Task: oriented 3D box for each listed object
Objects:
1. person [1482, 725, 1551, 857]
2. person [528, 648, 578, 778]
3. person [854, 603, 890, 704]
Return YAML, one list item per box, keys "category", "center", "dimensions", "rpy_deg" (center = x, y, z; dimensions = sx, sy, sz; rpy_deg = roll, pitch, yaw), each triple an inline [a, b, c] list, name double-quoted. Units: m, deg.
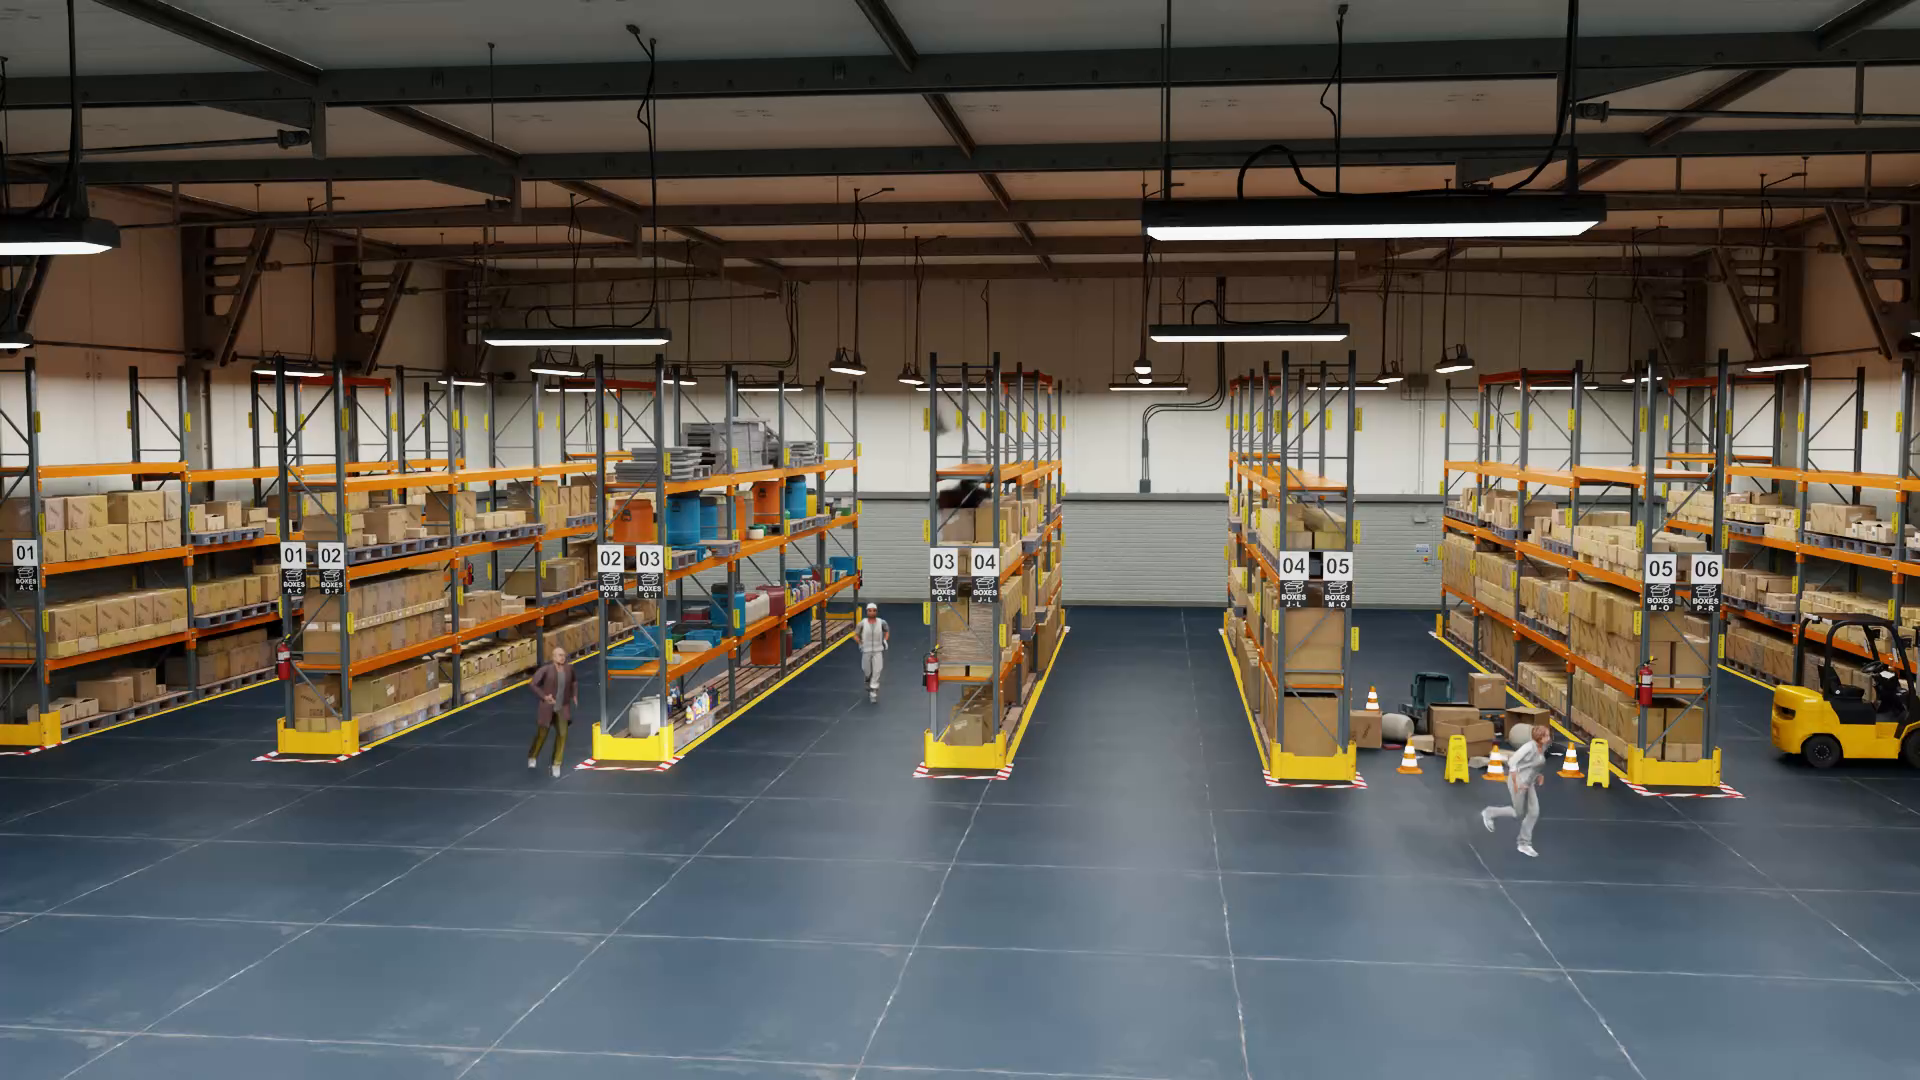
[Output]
- category: "person"
  center: [6.506, 2.886, 19.448]
  dimensions: [0.810, 1.546, 0.538]
  rpy_deg: [4, 5, 42]
- category: "person"
  center: [-5.797, 2.445, 23.860]
  dimensions: [0.765, 1.805, 0.873]
  rpy_deg: [-2, 5, -30]
- category: "person"
  center: [-1.572, 2.014, 29.862]
  dimensions: [0.657, 1.771, 0.863]
  rpy_deg: [-1, 4, -8]
